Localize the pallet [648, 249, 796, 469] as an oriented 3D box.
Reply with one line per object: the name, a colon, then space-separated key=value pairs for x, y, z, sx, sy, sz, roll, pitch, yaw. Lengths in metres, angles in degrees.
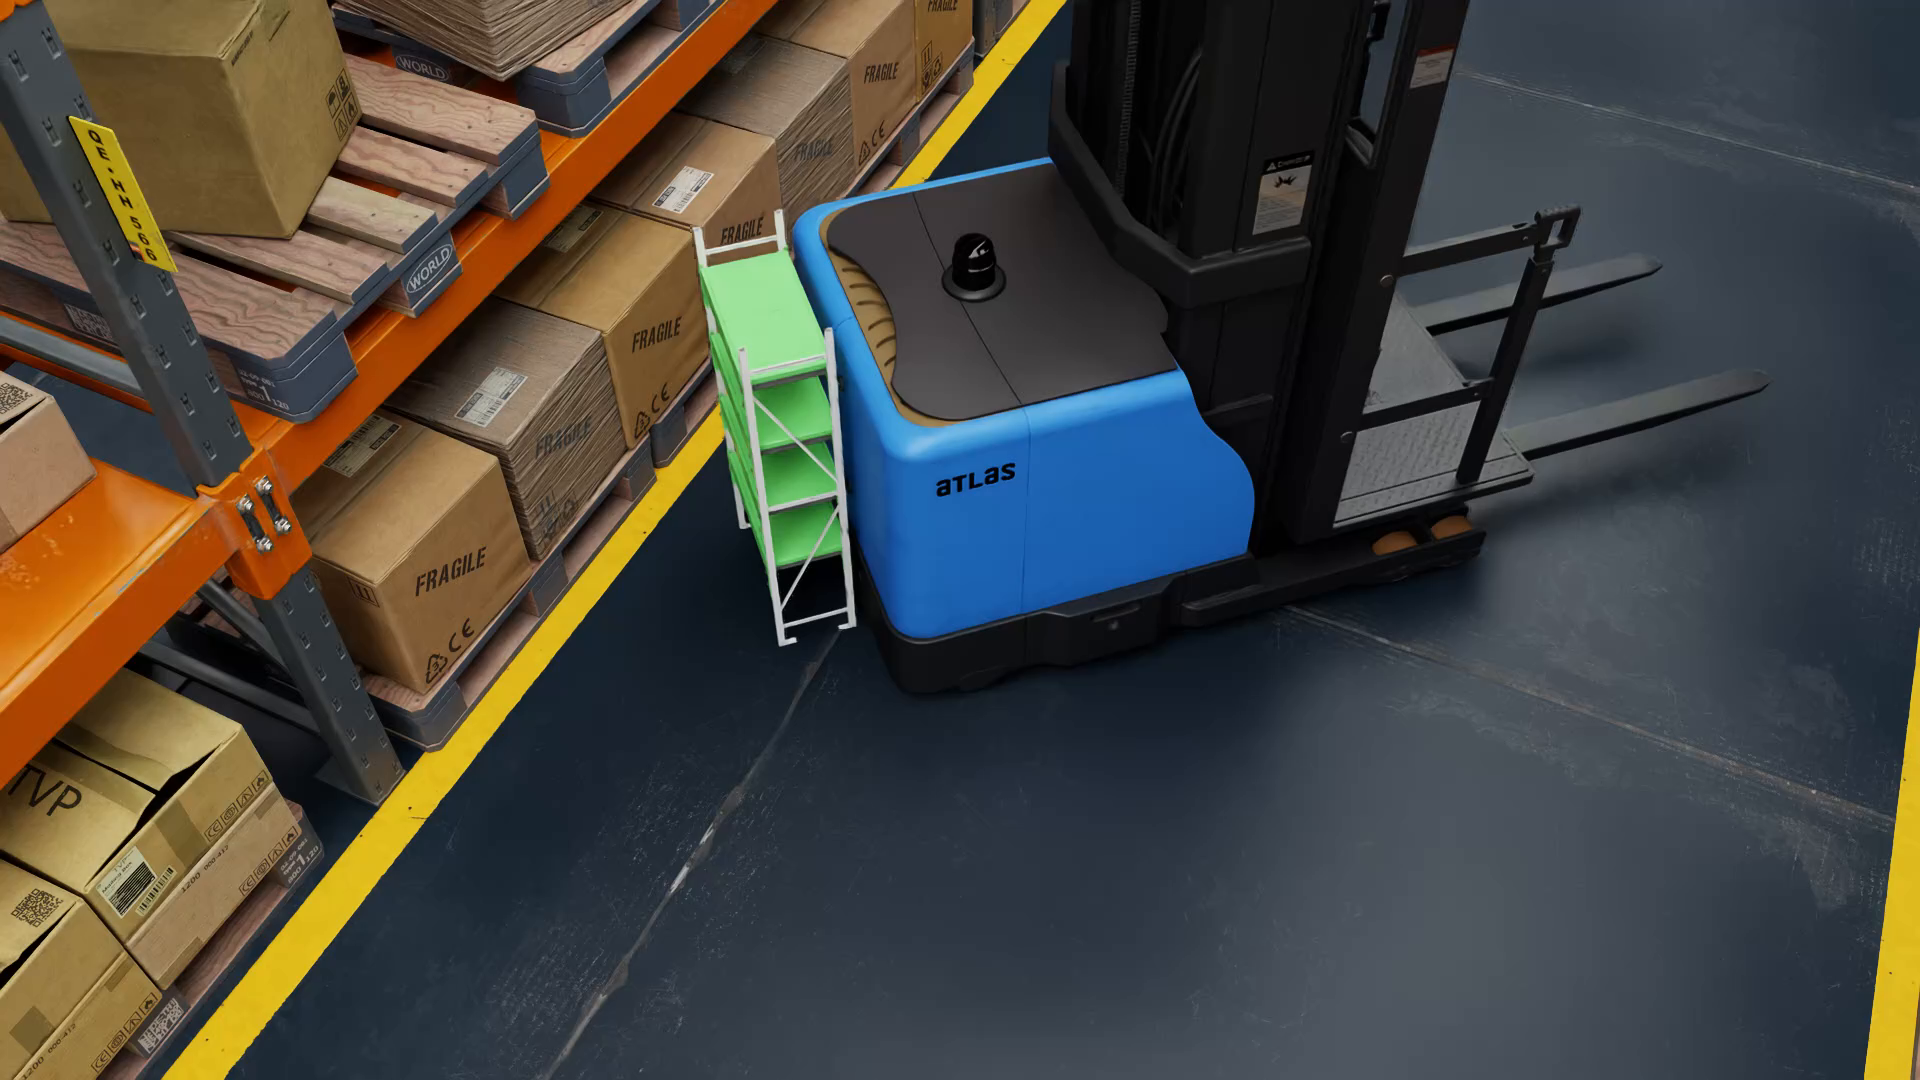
pallet: x=-1.162 y=-0.868 z=5.850 sx=1.003 sy=0.211 sz=1.213 roll=20 pitch=52 yaw=16

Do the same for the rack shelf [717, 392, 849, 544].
rack shelf: x=-0.508 y=-0.239 z=4.749 sx=0.258 sy=0.148 sz=0.480 roll=-15 pitch=51 yaw=-12

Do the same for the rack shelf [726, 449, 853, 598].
rack shelf: x=-0.508 y=-0.083 z=4.932 sx=0.258 sy=0.148 sz=0.480 roll=-15 pitch=51 yaw=-12

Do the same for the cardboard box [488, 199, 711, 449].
cardboard box: x=-1.147 y=-0.691 z=5.221 sx=0.500 sy=0.500 sz=0.500 roll=19 pitch=52 yaw=16

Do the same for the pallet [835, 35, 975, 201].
pallet: x=-0.642 y=-1.711 z=6.567 sx=1.003 sy=0.211 sz=1.213 roll=20 pitch=52 yaw=16

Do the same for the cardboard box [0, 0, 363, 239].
cardboard box: x=-1.870 y=-1.071 z=3.851 sx=0.700 sy=0.500 sz=0.500 roll=4 pitch=50 yaw=4

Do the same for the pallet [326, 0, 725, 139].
pallet: x=-1.211 y=-1.711 z=4.862 sx=1.003 sy=0.211 sz=1.213 roll=20 pitch=52 yaw=16

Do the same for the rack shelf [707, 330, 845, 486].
rack shelf: x=-0.508 y=-0.394 z=4.566 sx=0.258 sy=0.148 sz=0.480 roll=-15 pitch=51 yaw=-12

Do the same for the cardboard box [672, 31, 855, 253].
cardboard box: x=-0.713 y=-1.403 z=5.827 sx=0.500 sy=0.500 sz=0.500 roll=20 pitch=53 yaw=17

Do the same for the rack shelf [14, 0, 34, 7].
rack shelf: x=-1.183 y=-2.549 z=3.952 sx=1.077 sy=0.370 sz=4.000 roll=20 pitch=52 yaw=16

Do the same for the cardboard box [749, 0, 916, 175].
cardboard box: x=-0.499 y=-1.749 z=6.121 sx=0.500 sy=0.500 sz=0.500 roll=20 pitch=52 yaw=16

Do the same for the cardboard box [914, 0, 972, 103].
cardboard box: x=-0.280 y=-2.086 z=6.408 sx=0.500 sy=0.500 sz=0.500 roll=20 pitch=52 yaw=16

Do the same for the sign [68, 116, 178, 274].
sign: x=-1.534 y=-0.629 z=3.056 sx=0.100 sy=0.325 sz=0.005 roll=20 pitch=52 yaw=16

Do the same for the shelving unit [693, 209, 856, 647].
shelving unit: x=-0.508 y=-0.280 z=4.700 sx=0.258 sy=1.200 sz=0.503 roll=-15 pitch=51 yaw=-12

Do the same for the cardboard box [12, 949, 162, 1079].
cardboard box: x=-2.258 y=1.120 z=3.857 sx=0.500 sy=0.250 sz=0.500 roll=19 pitch=52 yaw=16

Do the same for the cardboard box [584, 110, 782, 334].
cardboard box: x=-0.929 y=-1.052 z=5.528 sx=0.500 sy=0.500 sz=0.500 roll=18 pitch=52 yaw=15

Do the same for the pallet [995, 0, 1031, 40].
pallet: x=-0.034 y=-2.756 z=7.456 sx=1.003 sy=0.211 sz=1.213 roll=20 pitch=52 yaw=16

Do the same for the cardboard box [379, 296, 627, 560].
cardboard box: x=-1.366 y=-0.348 z=4.929 sx=0.500 sy=0.500 sz=0.500 roll=18 pitch=52 yaw=15

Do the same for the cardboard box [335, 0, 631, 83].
cardboard box: x=-1.307 y=-1.639 z=4.334 sx=0.700 sy=0.500 sz=0.500 roll=29 pitch=56 yaw=23

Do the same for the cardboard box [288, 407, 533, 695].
cardboard box: x=-1.584 y=0.015 z=4.620 sx=0.500 sy=0.500 sz=0.500 roll=22 pitch=53 yaw=18

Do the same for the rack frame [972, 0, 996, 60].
rack frame: x=-0.328 y=-3.187 z=5.992 sx=1.000 sy=3.000 sz=0.127 roll=20 pitch=52 yaw=16

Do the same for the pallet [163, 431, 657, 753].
pallet: x=-1.684 y=-0.031 z=5.137 sx=1.003 sy=0.211 sz=1.213 roll=20 pitch=52 yaw=16

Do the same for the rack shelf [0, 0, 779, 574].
rack shelf: x=-1.183 y=-1.576 z=5.094 sx=1.077 sy=0.370 sz=4.000 roll=20 pitch=52 yaw=16

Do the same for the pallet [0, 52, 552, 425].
pallet: x=-1.811 y=-0.860 z=4.138 sx=1.213 sy=0.211 sz=1.003 roll=20 pitch=52 yaw=16

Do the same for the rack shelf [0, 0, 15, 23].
rack shelf: x=-2.892 y=0.206 z=1.608 sx=1.077 sy=0.370 sz=4.000 roll=20 pitch=52 yaw=16

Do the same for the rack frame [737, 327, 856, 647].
rack frame: x=-0.430 y=-0.104 z=4.551 sx=0.240 sy=1.200 sz=0.015 roll=-15 pitch=51 yaw=-12

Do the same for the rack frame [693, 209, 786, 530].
rack frame: x=-0.586 y=-0.456 z=4.850 sx=0.240 sy=1.200 sz=0.015 roll=-15 pitch=51 yaw=-12

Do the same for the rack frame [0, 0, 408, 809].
rack frame: x=-2.037 y=-0.432 z=3.648 sx=1.000 sy=3.000 sz=0.127 roll=20 pitch=52 yaw=16

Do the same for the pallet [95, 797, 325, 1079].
pallet: x=-2.424 y=1.025 z=4.239 sx=1.003 sy=0.211 sz=1.213 roll=20 pitch=52 yaw=16

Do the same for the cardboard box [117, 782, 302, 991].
cardboard box: x=-2.041 y=0.764 z=4.160 sx=0.500 sy=0.250 sz=0.500 roll=21 pitch=53 yaw=17

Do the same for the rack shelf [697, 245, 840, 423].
rack shelf: x=-0.508 y=-0.550 z=4.383 sx=0.258 sy=0.148 sz=0.480 roll=-15 pitch=51 yaw=-12

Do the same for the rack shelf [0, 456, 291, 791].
rack shelf: x=-2.892 y=1.178 z=2.750 sx=1.077 sy=0.370 sz=4.000 roll=20 pitch=52 yaw=16

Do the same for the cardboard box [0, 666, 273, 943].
cardboard box: x=-2.038 y=0.582 z=3.947 sx=0.500 sy=0.311 sz=0.500 roll=21 pitch=53 yaw=17

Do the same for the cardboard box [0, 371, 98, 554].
cardboard box: x=-2.232 y=-0.167 z=3.481 sx=0.500 sy=0.311 sz=0.500 roll=23 pitch=53 yaw=18

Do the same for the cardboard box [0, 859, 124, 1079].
cardboard box: x=-2.255 y=0.942 z=3.641 sx=0.500 sy=0.311 sz=0.500 roll=19 pitch=52 yaw=16

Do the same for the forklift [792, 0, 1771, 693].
forklift: x=1.093 y=-1.189 z=4.337 sx=3.031 sy=2.935 sz=1.130 roll=-14 pitch=51 yaw=-12
